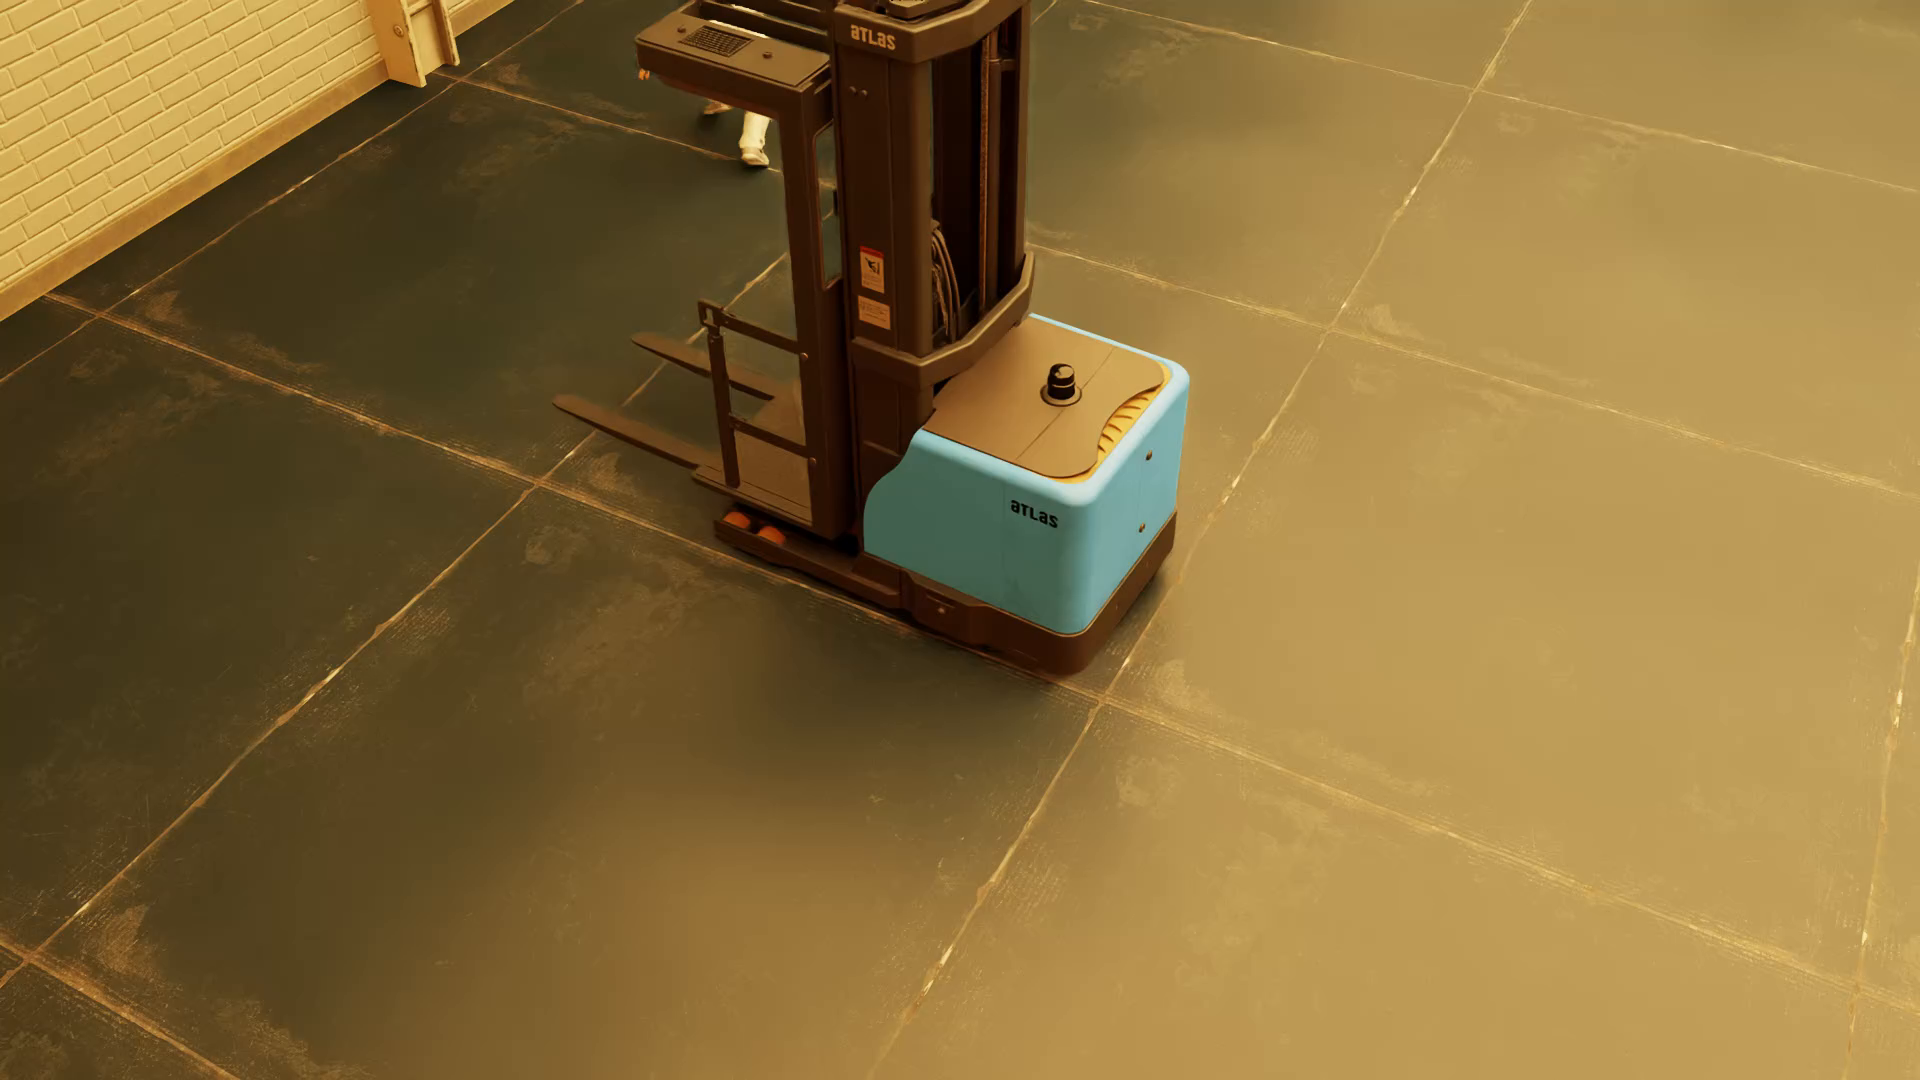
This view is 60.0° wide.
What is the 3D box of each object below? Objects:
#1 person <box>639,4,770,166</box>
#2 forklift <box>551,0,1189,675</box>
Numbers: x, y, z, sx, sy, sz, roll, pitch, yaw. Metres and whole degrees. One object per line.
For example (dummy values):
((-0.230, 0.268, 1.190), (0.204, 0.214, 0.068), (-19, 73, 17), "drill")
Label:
((-1.579, -2.933, 9.917), (0.919, 1.391, 0.933), (-20, 47, -20), "person")
((-0.546, -1.252, 6.983), (3.031, 2.935, 1.130), (22, 48, 22), "forklift")
